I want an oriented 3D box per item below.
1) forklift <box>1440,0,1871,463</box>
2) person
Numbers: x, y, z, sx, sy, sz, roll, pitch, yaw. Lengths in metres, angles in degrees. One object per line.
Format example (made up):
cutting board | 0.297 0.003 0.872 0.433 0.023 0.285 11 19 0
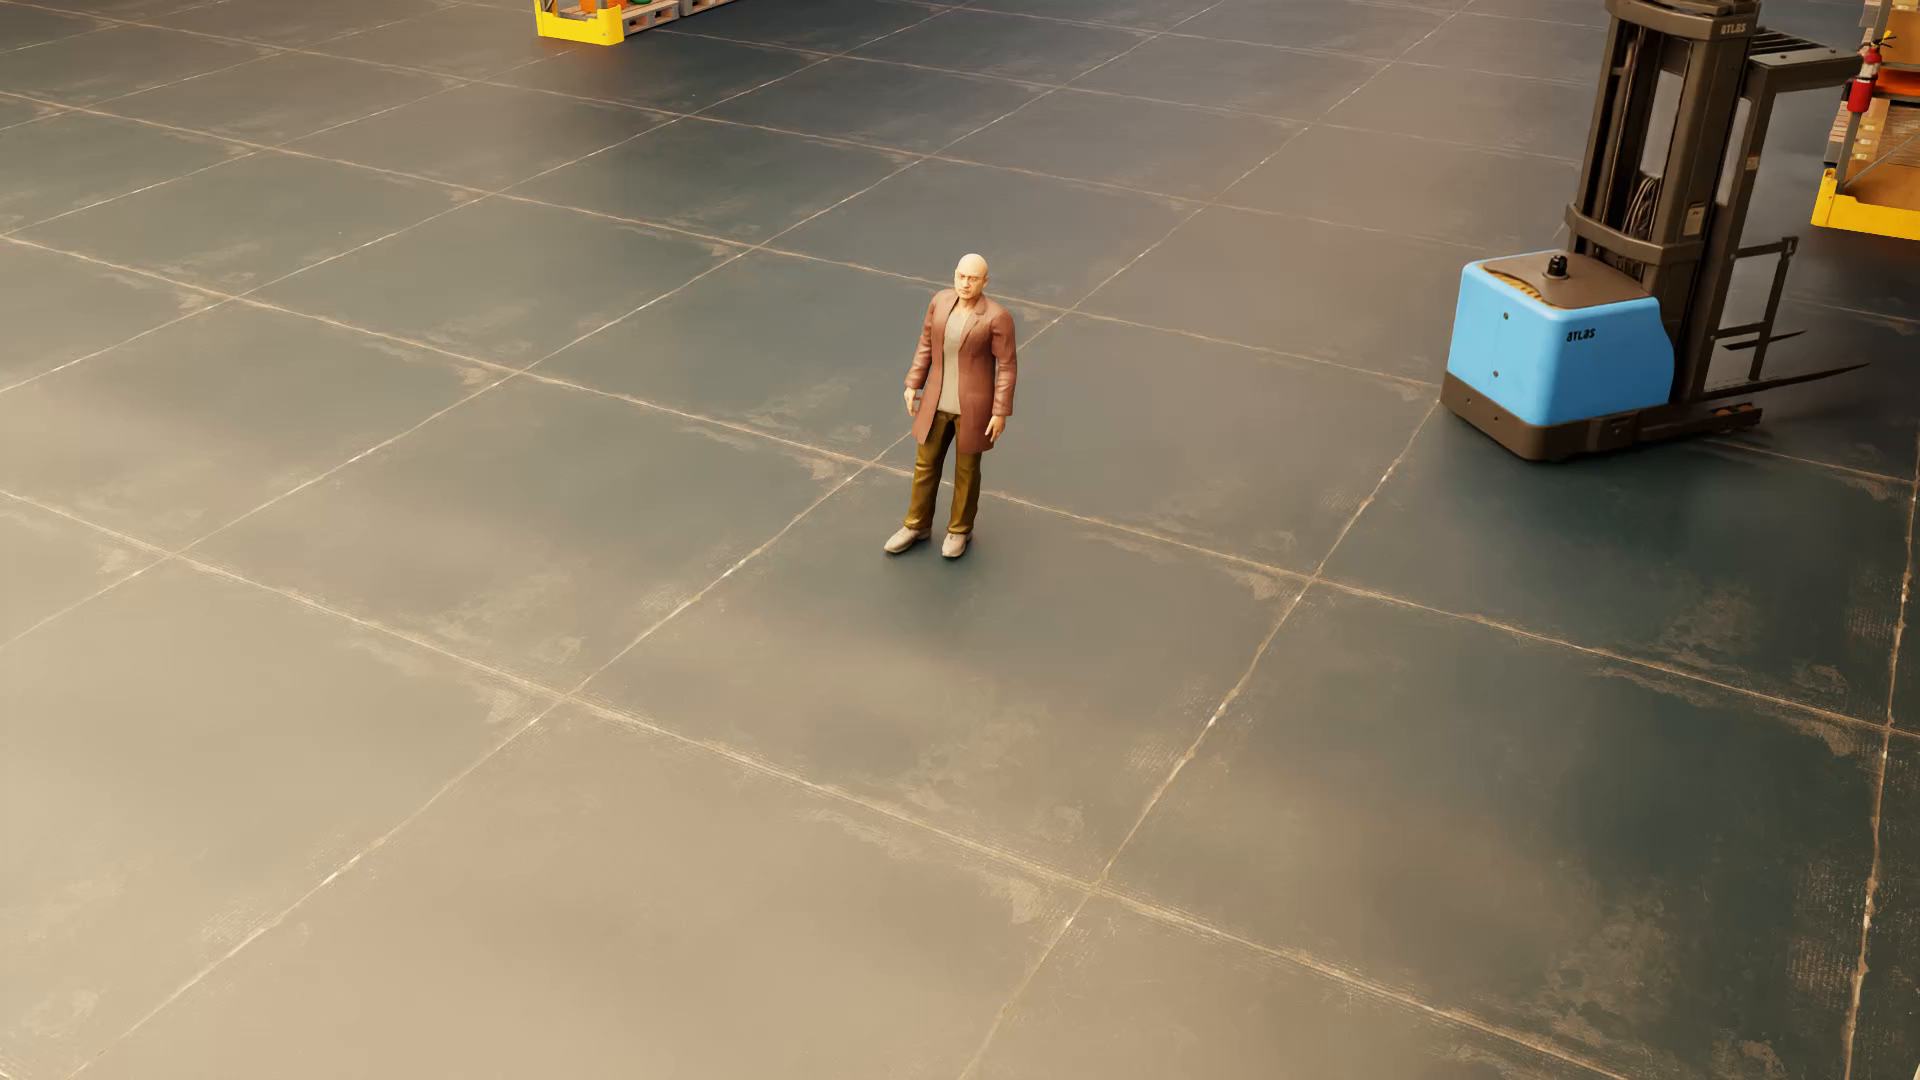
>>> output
forklift | 4.898 -2.219 10.916 3.031 2.935 1.130 -11 32 -18
person | -0.048 -0.737 9.487 0.696 1.778 0.579 15 33 25
